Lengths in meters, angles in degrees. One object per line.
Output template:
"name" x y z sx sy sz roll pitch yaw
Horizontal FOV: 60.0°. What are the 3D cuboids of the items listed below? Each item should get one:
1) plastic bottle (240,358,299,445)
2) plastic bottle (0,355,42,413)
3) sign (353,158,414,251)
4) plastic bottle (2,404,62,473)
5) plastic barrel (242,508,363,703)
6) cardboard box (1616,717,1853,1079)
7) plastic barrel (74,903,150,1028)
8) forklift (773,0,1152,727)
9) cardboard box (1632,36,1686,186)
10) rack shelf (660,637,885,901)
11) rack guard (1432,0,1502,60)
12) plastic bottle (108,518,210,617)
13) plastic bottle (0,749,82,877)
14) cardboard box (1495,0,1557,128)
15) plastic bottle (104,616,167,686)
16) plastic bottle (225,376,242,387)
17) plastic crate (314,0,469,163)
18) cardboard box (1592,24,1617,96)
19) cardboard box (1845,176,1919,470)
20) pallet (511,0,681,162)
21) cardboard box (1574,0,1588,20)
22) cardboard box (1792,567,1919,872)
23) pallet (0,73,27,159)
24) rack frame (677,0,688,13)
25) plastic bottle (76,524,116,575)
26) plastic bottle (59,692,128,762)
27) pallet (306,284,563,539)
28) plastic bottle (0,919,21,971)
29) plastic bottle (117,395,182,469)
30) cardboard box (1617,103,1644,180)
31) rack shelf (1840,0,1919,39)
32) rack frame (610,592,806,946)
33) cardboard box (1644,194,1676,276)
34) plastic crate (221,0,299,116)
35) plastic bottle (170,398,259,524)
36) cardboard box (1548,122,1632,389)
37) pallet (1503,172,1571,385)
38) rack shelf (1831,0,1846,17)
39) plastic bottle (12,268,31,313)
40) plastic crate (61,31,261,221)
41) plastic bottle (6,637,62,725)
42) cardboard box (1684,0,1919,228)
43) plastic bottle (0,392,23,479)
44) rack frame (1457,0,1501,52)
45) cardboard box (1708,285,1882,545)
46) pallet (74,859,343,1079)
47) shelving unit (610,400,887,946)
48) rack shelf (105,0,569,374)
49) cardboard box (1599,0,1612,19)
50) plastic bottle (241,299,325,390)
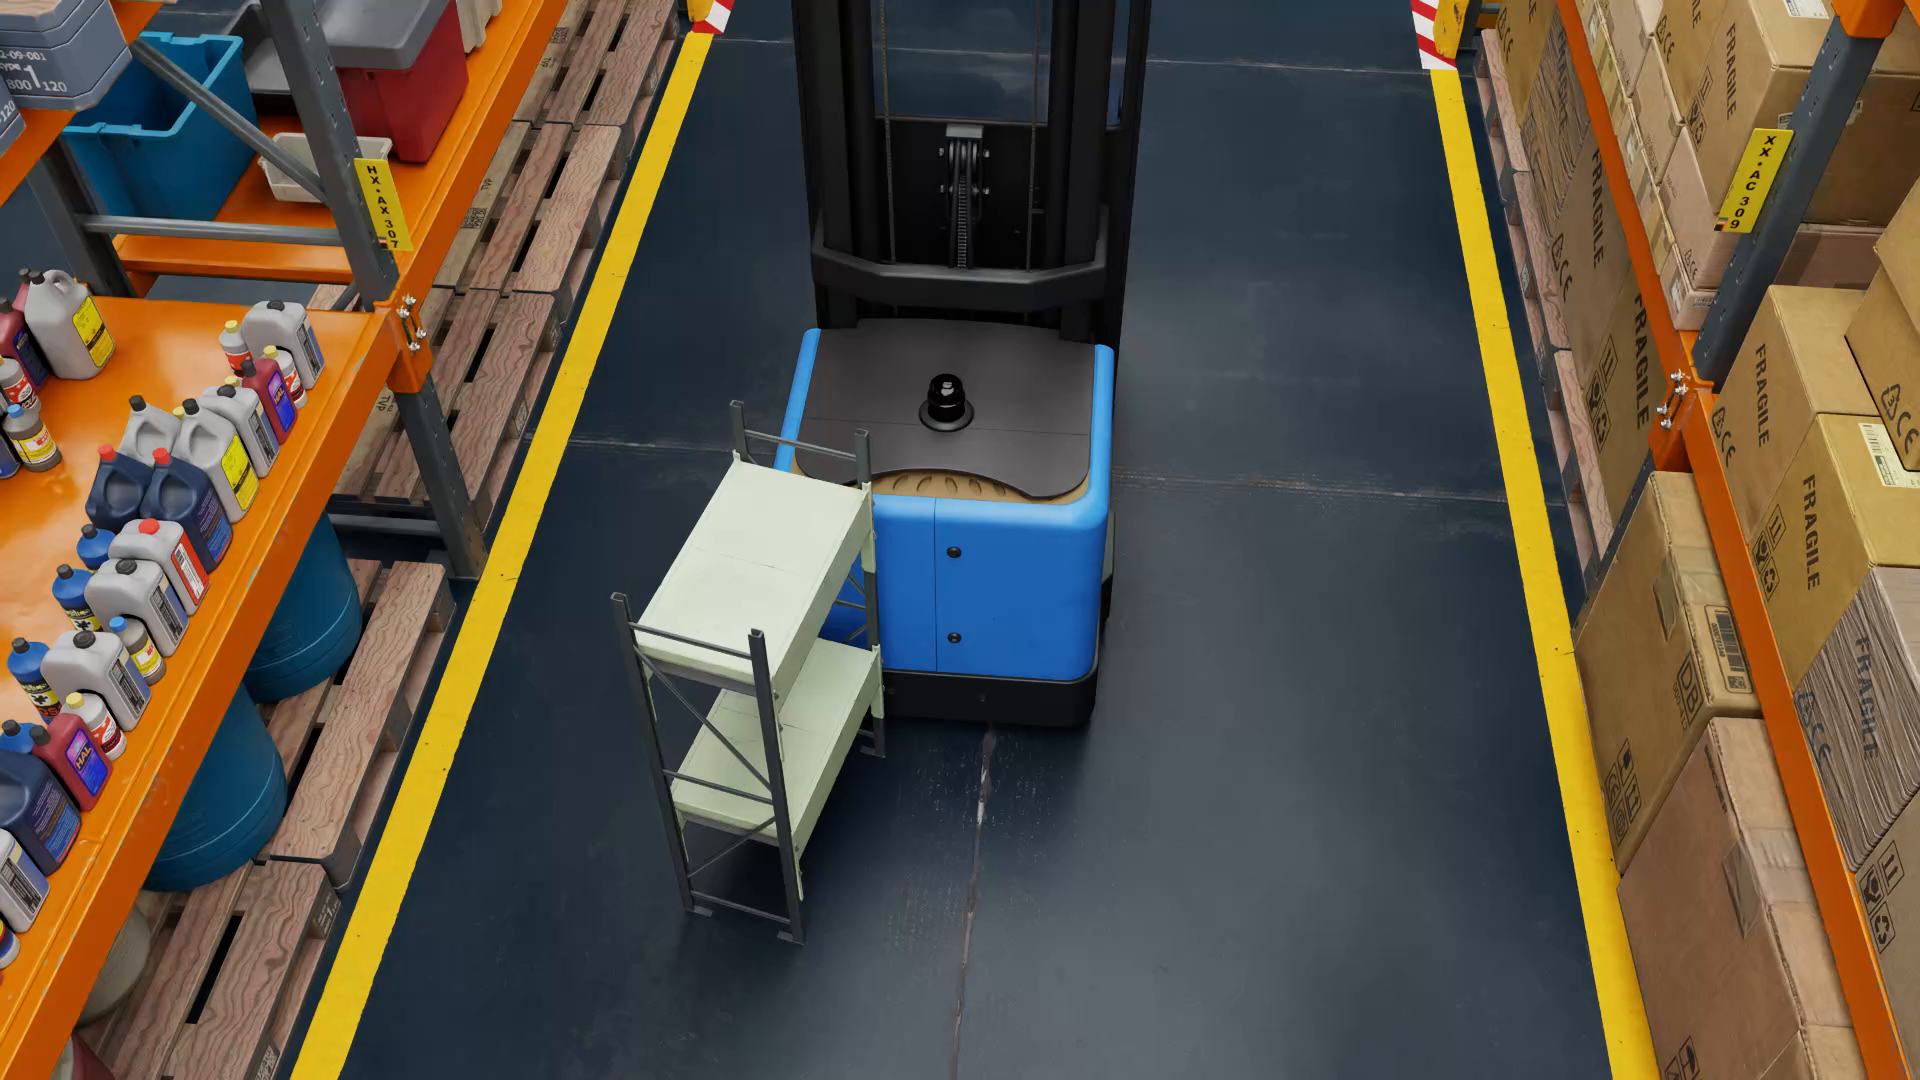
"plastic bottle" -1.947 -0.413 4.674 0.061 0.283 0.133 4 48 4
"plastic bottle" -2.720 -0.445 4.759 0.097 0.201 0.097 0 48 0
"sign" -1.710 -0.992 4.937 0.100 0.325 0.005 4 48 4
"plastic bottle" -2.586 -0.292 4.619 0.097 0.201 0.097 0 48 0
"plastic barrel" -2.324 0.028 5.329 0.600 0.901 0.708 4 48 4
"cardboard box" 2.556 1.100 4.367 1.225 0.875 0.875 2 48 2
"plastic barrel" -2.529 1.089 4.623 0.421 0.512 0.421 0 48 0
"forklift" 0.055 -1.452 5.592 1.130 2.935 3.031 4 48 3
"cardboard box" 2.499 -1.376 5.376 0.500 0.250 0.500 5 48 5
"rack shelf" -0.553 0.651 5.080 0.431 0.370 0.720 14 49 12
"rack guard" 3.042 -2.717 8.397 1.175 0.500 0.348 4 48 4
"plastic bottle" -2.050 0.055 4.251 0.152 0.276 0.135 4 48 4
"plastic bottle" -2.115 0.586 3.714 0.144 0.351 0.185 4 48 4
"cardboard box" 3.061 -2.492 7.652 0.875 0.875 0.875 4 48 4
"plastic bottle" -2.046 0.266 4.108 0.097 0.201 0.097 0 48 0
"plastic bottle" -2.027 -0.378 4.697 0.097 0.201 0.097 0 48 0
"plastic crate" -1.926 -1.618 5.613 0.402 0.464 0.583 4 48 4
"cardboard box" 2.493 -1.710 5.951 0.380 0.149 0.250 3 48 3
"cardboard box" 2.625 -0.506 3.933 0.797 0.503 0.637 3 48 3
"pallet" -2.006 -2.332 8.240 1.003 0.211 1.213 4 48 4
"cardboard box" 2.540 -2.090 6.299 0.380 0.149 0.250 3 48 3
"cardboard box" 2.293 0.421 3.765 0.500 0.500 0.500 3 48 3
"pallet" -2.332 -0.470 2.742 1.003 0.211 1.213 4 48 4
"rack frame" -1.893 -3.876 7.763 1.000 3.000 0.127 4 48 4
"plastic bottle" -2.176 0.062 4.248 0.097 0.271 0.097 0 48 0
"plastic bottle" -2.067 0.437 3.952 0.097 0.201 0.097 0 48 0
"pallet" -2.229 -0.539 6.600 1.003 0.211 1.213 4 48 4
"plastic bottle" -2.117 0.817 3.557 0.097 0.271 0.097 0 48 0
"plastic bottle" -2.159 -0.233 4.463 0.144 0.351 0.185 4 48 4
"cardboard box" 2.447 -1.332 5.606 0.380 0.149 0.250 5 48 4
"rack shelf" 2.493 0.096 2.584 1.077 0.370 4.000 4 48 4
"rack frame" -0.667 0.688 4.605 0.400 1.500 0.023 14 49 12
"cardboard box" 2.400 -0.955 5.261 0.380 0.149 0.250 5 48 4
"plastic crate" -2.423 -1.705 5.922 0.437 0.125 0.590 4 48 4
"plastic bottle" -2.015 -0.223 4.455 0.144 0.351 0.185 4 48 4
"cardboard box" 2.897 -1.170 6.442 0.875 0.875 0.875 4 48 4
"pallet" 2.931 -1.115 7.127 1.003 0.211 1.213 4 48 4
"rack shelf" 2.857 -2.843 5.272 1.077 0.370 4.000 4 48 4
"plastic bottle" -2.715 -0.657 4.897 0.061 0.283 0.133 4 48 4
"plastic crate" -2.554 -1.318 5.393 0.392 0.384 0.575 4 48 4
"plastic bottle" -2.210 0.331 4.001 0.097 0.271 0.097 0 48 0
"cardboard box" 2.451 -1.263 4.764 0.500 0.500 0.500 5 48 5
"plastic bottle" -2.712 -0.312 4.587 0.152 0.276 0.135 4 48 4
"rack frame" 3.040 -3.543 7.458 1.000 3.000 0.127 4 48 4
"cardboard box" 2.384 -0.317 4.439 0.500 0.500 0.500 4 48 4
"pallet" -2.478 1.467 4.765 1.003 0.211 1.213 4 48 4
"shelving unit" -0.553 0.431 4.839 0.431 1.500 0.755 14 49 12
"rack shelf" -2.075 -2.164 6.684 1.077 0.370 4.000 4 48 4
"cardboard box" 2.595 -2.123 6.059 0.500 0.250 0.500 3 48 3
"plastic bottle" -1.971 -0.584 4.835 0.152 0.276 0.135 4 48 4
